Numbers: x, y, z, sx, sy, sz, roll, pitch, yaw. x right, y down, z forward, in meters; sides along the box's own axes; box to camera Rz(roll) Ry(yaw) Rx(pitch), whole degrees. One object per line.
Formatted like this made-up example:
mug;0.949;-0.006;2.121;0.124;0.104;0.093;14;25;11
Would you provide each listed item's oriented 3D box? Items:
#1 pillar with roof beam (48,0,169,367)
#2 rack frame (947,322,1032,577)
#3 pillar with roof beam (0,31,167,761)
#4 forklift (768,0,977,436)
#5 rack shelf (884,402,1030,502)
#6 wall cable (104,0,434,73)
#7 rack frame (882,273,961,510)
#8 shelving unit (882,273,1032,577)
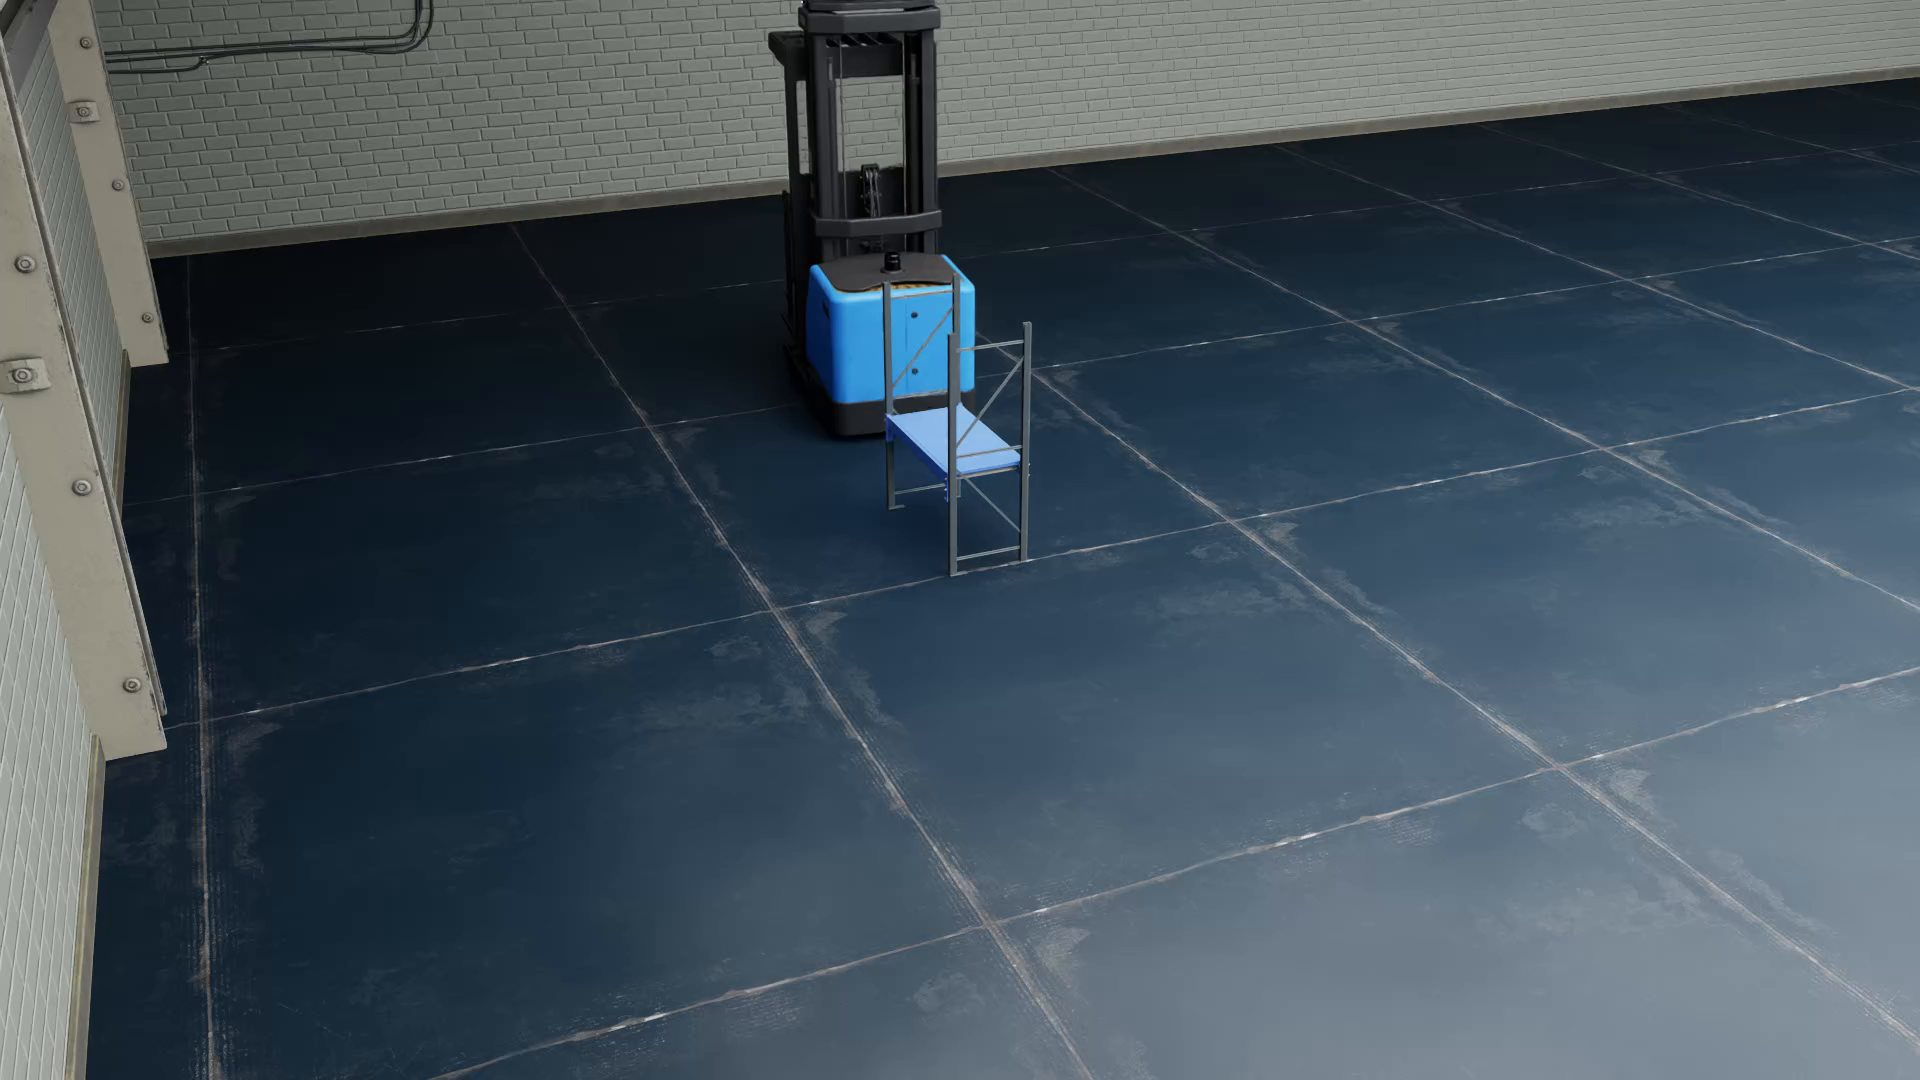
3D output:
pillar with roof beam;-2.500;-6.236;12.766;9.100;9.000;0.400;-11;28;-21
rack frame;0.166;-0.503;9.571;0.500;1.500;0.032;-11;28;-21
pillar with roof beam;-0.150;-3.814;7.805;9.100;9.000;0.400;-11;28;-21
forklift;-0.768;-2.667;12.373;1.130;2.935;3.031;-7;27;-14
rack shelf;-0.033;-0.547;10.070;0.538;0.185;1.000;-11;28;-21
wall cable;-6.398;-5.518;14.833;3.097;2.526;0.112;-11;28;-21
rack frame;-0.232;-0.914;10.412;0.500;1.500;0.032;-11;28;-21
shelving unit;-0.033;-0.708;9.991;0.538;1.500;1.048;-11;28;-21
